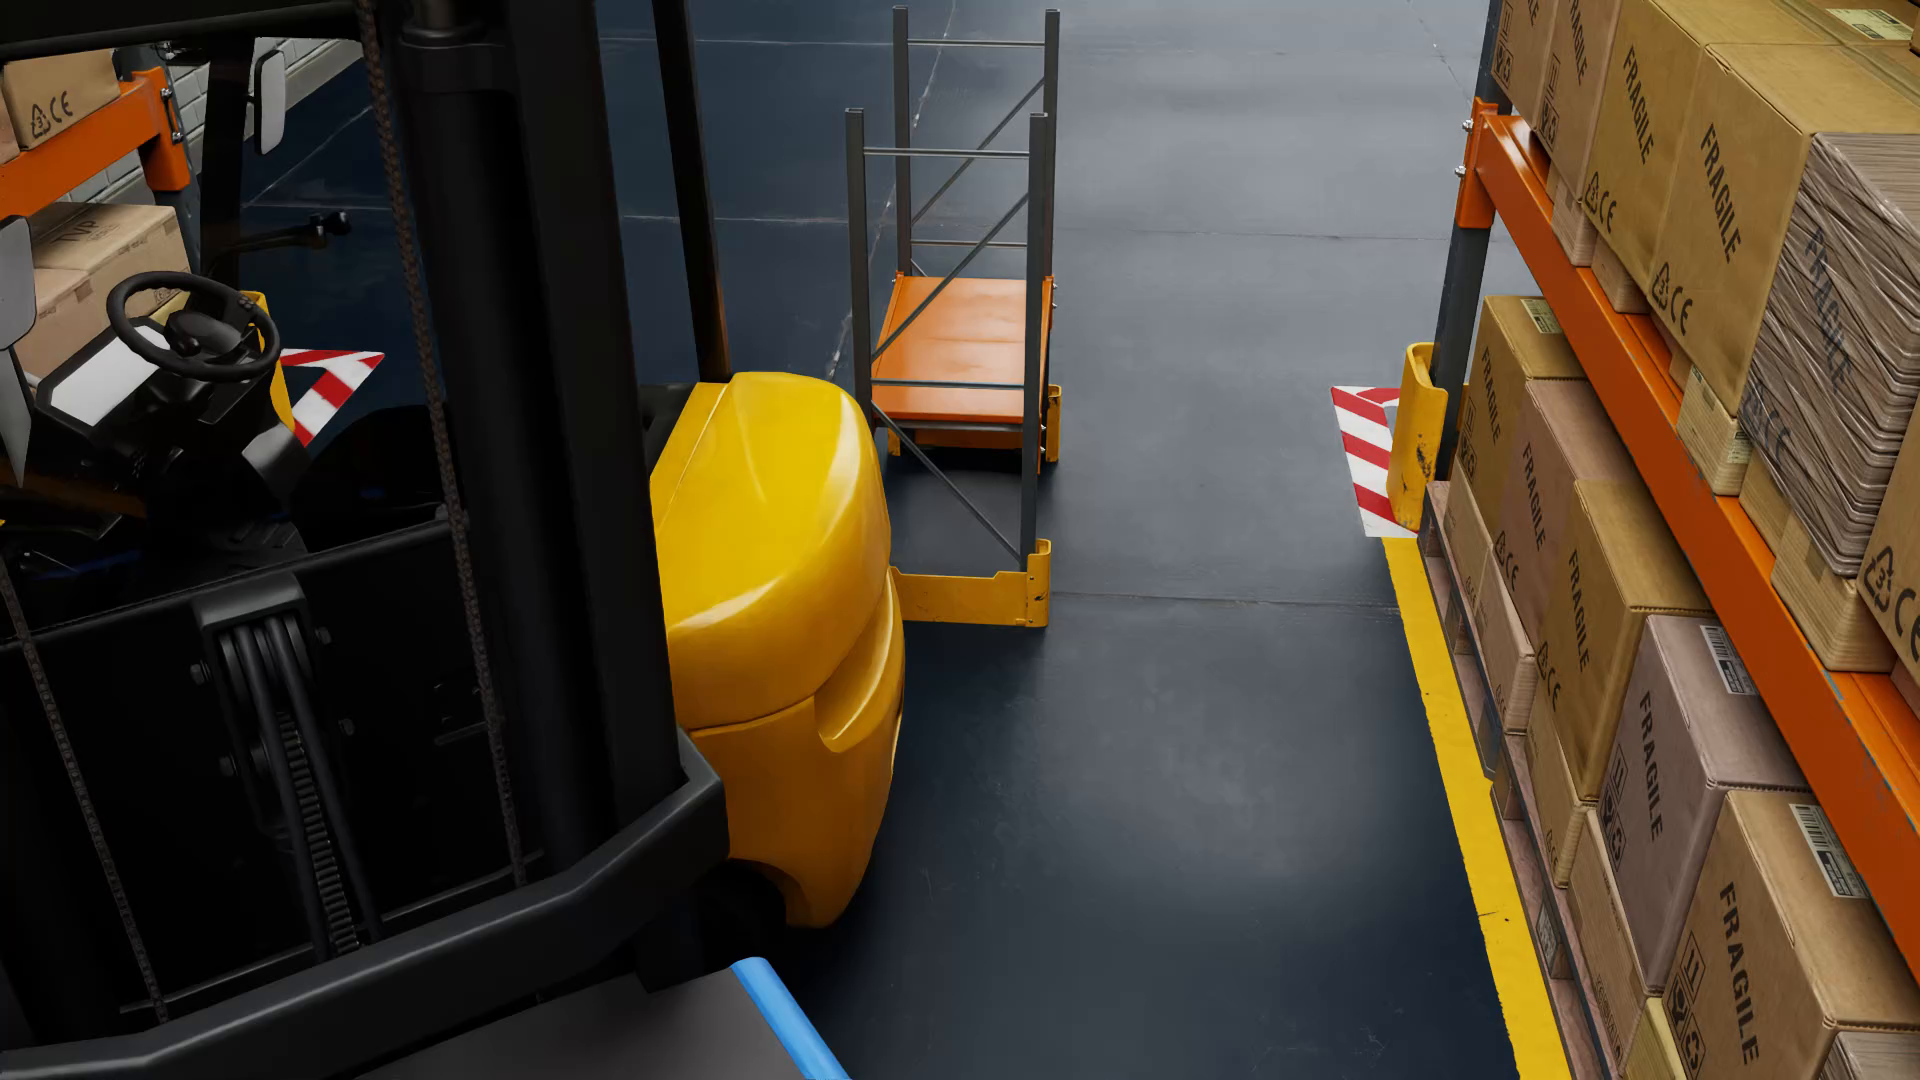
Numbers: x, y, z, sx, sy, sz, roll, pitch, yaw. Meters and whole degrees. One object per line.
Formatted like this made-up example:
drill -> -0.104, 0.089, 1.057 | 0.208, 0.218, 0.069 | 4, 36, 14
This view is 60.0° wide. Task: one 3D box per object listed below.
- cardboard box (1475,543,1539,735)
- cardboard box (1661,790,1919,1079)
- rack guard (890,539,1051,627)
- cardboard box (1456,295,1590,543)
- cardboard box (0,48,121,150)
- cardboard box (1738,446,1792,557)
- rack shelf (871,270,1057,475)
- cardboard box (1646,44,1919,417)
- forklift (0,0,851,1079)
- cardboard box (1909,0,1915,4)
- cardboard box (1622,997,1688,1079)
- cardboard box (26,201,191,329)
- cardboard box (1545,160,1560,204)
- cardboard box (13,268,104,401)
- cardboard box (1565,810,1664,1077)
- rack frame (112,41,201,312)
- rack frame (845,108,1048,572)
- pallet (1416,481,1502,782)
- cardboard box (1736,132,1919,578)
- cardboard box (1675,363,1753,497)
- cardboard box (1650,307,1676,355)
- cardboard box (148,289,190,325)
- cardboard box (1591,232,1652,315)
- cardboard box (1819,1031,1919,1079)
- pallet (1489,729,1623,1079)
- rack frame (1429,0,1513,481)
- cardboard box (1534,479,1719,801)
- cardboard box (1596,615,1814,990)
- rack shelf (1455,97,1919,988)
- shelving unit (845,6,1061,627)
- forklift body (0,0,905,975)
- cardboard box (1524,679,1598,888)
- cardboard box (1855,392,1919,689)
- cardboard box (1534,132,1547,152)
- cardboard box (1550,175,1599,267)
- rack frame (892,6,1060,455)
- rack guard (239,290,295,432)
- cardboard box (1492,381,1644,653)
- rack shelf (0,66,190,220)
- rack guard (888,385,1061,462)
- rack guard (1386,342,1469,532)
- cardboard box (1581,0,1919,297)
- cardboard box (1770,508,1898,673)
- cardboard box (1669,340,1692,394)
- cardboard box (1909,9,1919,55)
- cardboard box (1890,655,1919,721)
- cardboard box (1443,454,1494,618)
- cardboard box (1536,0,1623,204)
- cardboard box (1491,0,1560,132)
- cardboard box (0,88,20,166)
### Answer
cardboard box -> 1.608, 0.257, 4.194 | 0.500, 0.250, 0.500 | 4, 32, 6
cardboard box -> 1.493, 0.766, 2.654 | 0.500, 0.500, 0.500 | 3, 32, 5
rack guard -> -0.034, 0.114, 4.827 | 0.587, 0.250, 0.087 | 2, 32, 4
cardboard box -> 1.656, -0.316, 4.410 | 0.500, 0.500, 0.500 | 1, 32, 2
cardboard box -> -2.727, -1.395, 4.560 | 0.500, 0.500, 0.500 | 2, 32, 3
cardboard box -> 1.525, -0.058, 2.724 | 0.380, 0.149, 0.250 | 2, 32, 3
rack shelf -> 0.007, -0.530, 5.023 | 0.538, 0.185, 1.000 | 2, 32, 4
cardboard box -> 1.571, -0.541, 2.890 | 0.500, 0.500, 0.500 | 2, 32, 3
forklift -> -1.071, 0.048, 2.378 | 1.130, 2.935, 3.031 | -18, 36, -27
cardboard box -> 2.139, -0.762, 3.248 | 0.500, 0.500, 0.500 | 2, 32, 4
cardboard box -> 1.486, 1.073, 2.871 | 0.500, 0.250, 0.500 | 2, 32, 3
cardboard box -> -2.676, -0.801, 4.958 | 0.500, 0.250, 0.500 | 3, 32, 6
cardboard box -> 1.656, -0.868, 4.038 | 0.380, 0.149, 0.250 | 1, 32, 2
cardboard box -> -2.711, -0.534, 4.525 | 0.500, 0.250, 0.500 | 3, 32, 5
cardboard box -> 1.532, 0.807, 3.302 | 0.500, 0.250, 0.500 | 3, 32, 5
rack frame -> -2.949, -1.621, 5.022 | 1.000, 3.000, 0.127 | 2, 32, 4
rack frame -> -0.034, -0.417, 4.498 | 0.500, 1.500, 0.032 | 2, 32, 4
pallet -> 1.891, 0.239, 4.661 | 1.003, 0.211, 1.213 | 2, 32, 4
cardboard box -> 1.534, -0.273, 2.455 | 0.500, 0.500, 0.500 | 3, 32, 5
cardboard box -> 1.510, -0.194, 2.945 | 0.380, 0.149, 0.250 | 3, 32, 4
cardboard box -> 1.640, -0.459, 3.376 | 0.380, 0.149, 0.250 | 3, 32, 6
cardboard box -> -2.677, -0.575, 5.067 | 0.500, 0.250, 0.500 | 2, 32, 3
cardboard box -> 1.602, -0.600, 3.604 | 0.380, 0.149, 0.250 | 3, 32, 5
cardboard box -> 1.453, 1.032, 2.222 | 0.500, 0.500, 0.500 | 2, 32, 3
pallet -> 1.789, 0.875, 3.629 | 1.003, 0.211, 1.213 | 2, 32, 4
rack frame -> 1.998, -1.411, 4.681 | 1.000, 3.000, 0.127 | 2, 32, 4
cardboard box -> 1.569, 0.219, 3.541 | 0.500, 0.500, 0.500 | 3, 32, 5
cardboard box -> 1.534, 0.499, 3.087 | 0.500, 0.500, 0.500 | 4, 32, 7
rack shelf -> 1.836, -0.059, 3.173 | 1.077, 0.370, 4.000 | 2, 32, 4
shelving unit -> 0.006, -0.678, 4.921 | 0.587, 1.500, 1.083 | 2, 32, 4
forklift body -> -1.285, -0.191, 3.509 | 2.313, 2.155, 1.214 | 2, 32, 4
cardboard box -> 1.576, 0.543, 3.730 | 0.500, 0.250, 0.500 | 5, 32, 7
cardboard box -> 1.496, -0.001, 2.014 | 0.500, 0.500, 0.500 | 3, 32, 6
cardboard box -> 1.764, -1.136, 4.473 | 0.380, 0.149, 0.250 | 3, 32, 4
cardboard box -> 1.589, -0.737, 3.826 | 0.380, 0.149, 0.250 | 3, 32, 5
rack frame -> 0.048, -0.949, 5.360 | 0.500, 1.500, 0.032 | 2, 32, 4
rack guard -> -2.947, -0.570, 5.698 | 1.175, 0.500, 0.348 | 2, 32, 4
cardboard box -> 1.618, -0.043, 3.966 | 0.500, 0.500, 0.500 | 1, 32, 2
rack shelf -> -3.112, -0.269, 3.514 | 1.077, 0.370, 4.000 | 2, 32, 4
rack guard -> 0.047, -0.407, 5.672 | 0.587, 0.250, 0.087 | 2, 32, 4
rack guard -> 1.992, -0.307, 5.272 | 1.175, 0.500, 0.348 | 2, 32, 4
cardboard box -> 1.604, -0.807, 3.322 | 0.500, 0.500, 0.500 | 2, 32, 3
cardboard box -> 1.475, 0.075, 2.509 | 0.380, 0.149, 0.250 | 2, 32, 3
cardboard box -> 1.589, -0.323, 3.154 | 0.380, 0.149, 0.250 | 2, 32, 3
cardboard box -> 2.008, -0.939, 2.583 | 0.700, 0.500, 0.500 | 2, 32, 4
cardboard box -> 1.542, 0.213, 2.285 | 0.380, 0.149, 0.250 | 2, 32, 3
cardboard box -> 1.657, -0.009, 4.627 | 0.500, 0.250, 0.500 | 2, 32, 4
cardboard box -> 1.644, -1.074, 3.754 | 0.500, 0.500, 0.500 | 3, 32, 5
cardboard box -> 1.683, -1.345, 4.194 | 0.500, 0.500, 0.500 | 2, 32, 3
cardboard box -> -2.779, -1.124, 4.120 | 0.500, 0.500, 0.500 | 3, 32, 6
